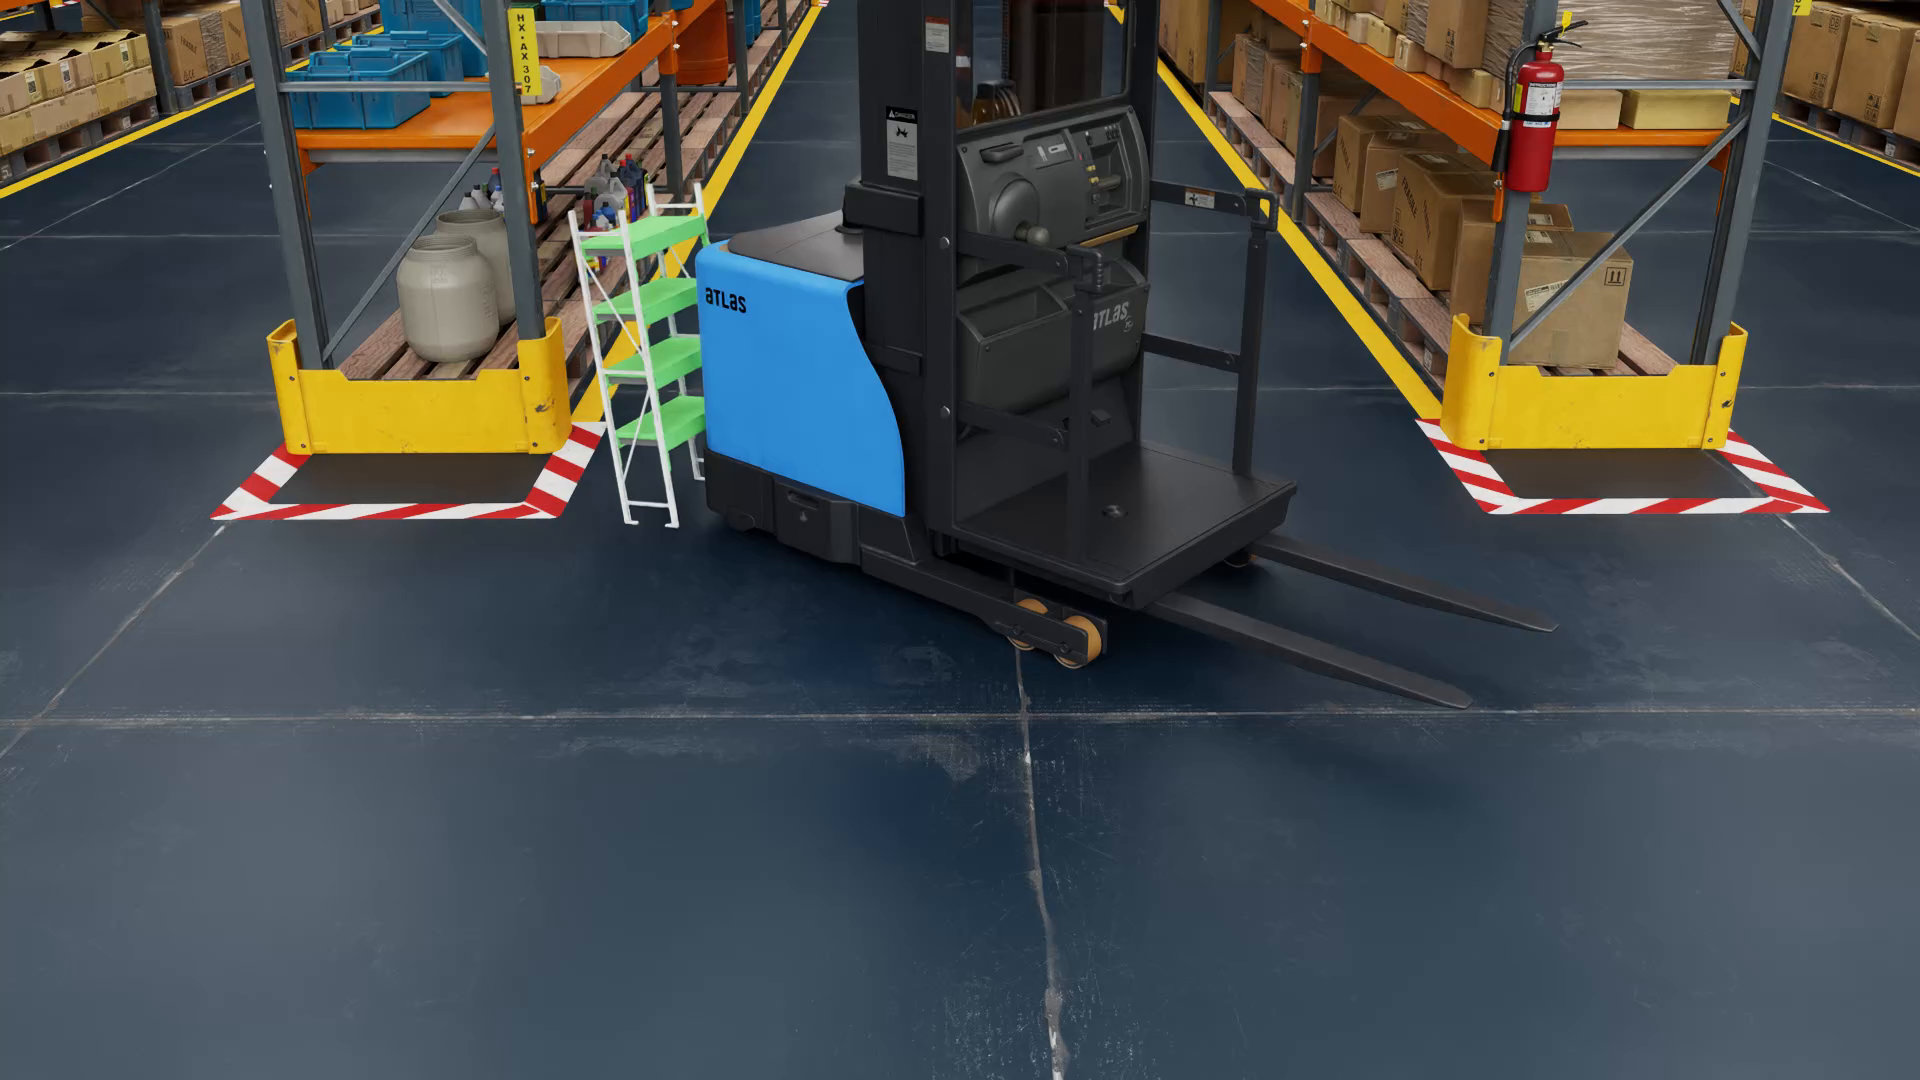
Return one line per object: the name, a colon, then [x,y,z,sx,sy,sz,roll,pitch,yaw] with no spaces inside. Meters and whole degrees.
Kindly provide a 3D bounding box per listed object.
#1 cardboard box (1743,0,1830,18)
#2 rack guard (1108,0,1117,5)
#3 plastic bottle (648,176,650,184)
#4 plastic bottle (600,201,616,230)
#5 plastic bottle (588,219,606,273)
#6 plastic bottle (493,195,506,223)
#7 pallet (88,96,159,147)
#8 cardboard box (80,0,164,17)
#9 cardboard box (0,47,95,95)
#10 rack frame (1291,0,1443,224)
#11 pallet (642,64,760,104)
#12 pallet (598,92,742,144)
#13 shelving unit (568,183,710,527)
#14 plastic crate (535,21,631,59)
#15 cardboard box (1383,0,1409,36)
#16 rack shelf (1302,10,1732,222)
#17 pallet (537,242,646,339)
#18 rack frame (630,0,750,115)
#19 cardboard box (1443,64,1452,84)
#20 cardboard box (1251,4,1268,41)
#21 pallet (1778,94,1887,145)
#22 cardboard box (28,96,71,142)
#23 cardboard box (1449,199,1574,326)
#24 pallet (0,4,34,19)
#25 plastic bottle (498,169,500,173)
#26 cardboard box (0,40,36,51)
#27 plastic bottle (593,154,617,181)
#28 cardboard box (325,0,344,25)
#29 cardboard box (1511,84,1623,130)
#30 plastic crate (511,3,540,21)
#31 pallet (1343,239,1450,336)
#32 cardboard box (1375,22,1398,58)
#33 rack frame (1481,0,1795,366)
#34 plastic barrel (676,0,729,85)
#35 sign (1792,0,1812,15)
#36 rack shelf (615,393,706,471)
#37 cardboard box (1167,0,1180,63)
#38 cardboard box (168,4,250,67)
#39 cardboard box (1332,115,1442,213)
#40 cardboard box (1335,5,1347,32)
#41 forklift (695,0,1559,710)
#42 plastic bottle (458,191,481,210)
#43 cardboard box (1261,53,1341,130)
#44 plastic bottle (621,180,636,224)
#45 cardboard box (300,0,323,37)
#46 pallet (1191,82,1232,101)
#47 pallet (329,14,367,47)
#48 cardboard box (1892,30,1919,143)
cardboard box: [7.314,-4.745,14.716,0.500,0.250,0.500,-1,24,-2]
rack guard: [2.535,-7.257,21.689,1.175,0.500,0.348,0,24,-1]
plastic bottle: [-1.971,-2.197,10.329,0.097,0.201,0.097,0,24,0]
plastic bottle: [-1.958,-1.743,9.240,0.097,0.271,0.097,0,24,0]
plastic bottle: [-1.935,-1.576,8.856,0.061,0.283,0.133,0,24,0]
plastic bottle: [-2.538,-1.802,9.366,0.152,0.276,0.135,0,24,-1]
pallet: [-7.313,-3.437,13.593,1.003,0.211,1.213,0,24,-1]
cardboard box: [-7.533,-4.858,14.940,0.500,0.250,0.500,1,24,1]
cardboard box: [-7.016,-3.604,12.725,0.500,0.311,0.500,0,24,-1]
rack frame: [2.666,-3.442,10.219,1.000,3.000,0.127,0,24,-1]
pallet: [-2.380,-4.122,15.107,1.003,0.211,1.213,0,24,-1]
pallet: [-2.360,-3.478,13.683,1.003,0.211,1.213,0,24,-1]
shelving unit: [-1.132,-0.705,6.324,0.258,1.200,0.503,5,24,25]
plastic crate: [-2.015,-2.631,8.748,0.530,0.136,0.437,0,24,-1]
cardboard box: [2.650,-2.819,8.360,0.875,0.500,0.500,0,24,-1]
rack shelf: [2.688,-2.290,8.545,1.077,0.370,4.000,0,24,-1]
pallet: [-2.305,-1.368,9.018,1.003,0.211,1.213,0,24,-1]
rack frame: [-2.330,-5.068,13.815,1.000,3.000,0.127,0,24,-1]
cardboard box: [2.495,-2.207,7.796,0.380,0.149,0.250,0,24,-1]
cardboard box: [2.660,-4.217,13.524,0.500,0.250,0.500,1,24,2]
pallet: [7.517,-3.475,13.677,1.003,0.211,1.213,0,24,-1]
cardboard box: [-7.013,-3.138,12.375,0.500,0.250,0.500,0,24,0]
cardboard box: [2.679,-1.349,8.117,0.500,0.500,0.500,6,25,13]
pallet: [-12.237,-6.720,20.852,1.003,0.211,1.213,0,24,-1]
plastic bottle: [-2.693,-2.078,9.886,0.144,0.351,0.185,0,24,1]
cardboard box: [-7.557,-3.807,13.175,0.500,0.311,0.500,-1,24,-2]
plastic bottle: [-2.135,-2.148,10.040,0.144,0.351,0.185,0,24,-1]
cardboard box: [-7.115,-5.844,18.261,0.500,0.311,0.500,0,24,-1]
cardboard box: [2.500,-1.795,6.884,0.380,0.149,0.250,0,24,-1]
plastic crate: [-2.554,-2.762,8.974,0.450,0.188,0.662,0,24,-1]
pallet: [2.725,-1.390,9.068,1.003,0.211,1.213,0,24,-1]
cardboard box: [2.397,-2.619,8.706,0.380,0.149,0.250,0,24,-1]
rack frame: [2.710,-1.793,6.575,1.000,3.000,0.127,0,24,-1]
plastic barrel: [-2.352,-4.472,14.621,0.600,0.830,0.708,0,24,-1]
sign: [3.252,-2.190,6.402,0.100,0.325,0.005,0,24,-1]
rack shelf: [-1.103,-0.424,6.436,0.258,0.148,0.480,5,24,25]
cardboard box: [2.634,-4.965,15.656,1.225,0.875,0.875,0,24,0]
cardboard box: [-7.014,-4.720,15.545,0.500,0.500,0.500,-1,24,-1]
cardboard box: [2.631,-2.329,10.283,0.500,0.500,0.500,-1,24,-2]
cardboard box: [2.388,-3.031,9.617,0.380,0.149,0.250,0,24,-1]
forklift: [0.479,-1.168,5.276,3.031,2.935,1.130,19,31,36]
plastic bottle: [-2.684,-1.749,9.157,0.144,0.351,0.185,1,24,2]
cardboard box: [2.682,-3.413,12.656,0.700,0.500,0.500,2,24,4]
plastic bottle: [-1.946,-1.972,9.732,0.061,0.283,0.133,1,24,3]
cardboard box: [-7.035,-5.555,17.391,0.500,0.500,0.500,0,24,-1]
pallet: [2.689,-4.144,15.157,1.003,0.211,1.213,0,24,-1]
pallet: [-7.333,-5.707,18.613,1.003,0.211,1.213,0,24,-1]
cardboard box: [7.524,-3.241,11.997,1.050,0.750,0.750,0,24,-1]
